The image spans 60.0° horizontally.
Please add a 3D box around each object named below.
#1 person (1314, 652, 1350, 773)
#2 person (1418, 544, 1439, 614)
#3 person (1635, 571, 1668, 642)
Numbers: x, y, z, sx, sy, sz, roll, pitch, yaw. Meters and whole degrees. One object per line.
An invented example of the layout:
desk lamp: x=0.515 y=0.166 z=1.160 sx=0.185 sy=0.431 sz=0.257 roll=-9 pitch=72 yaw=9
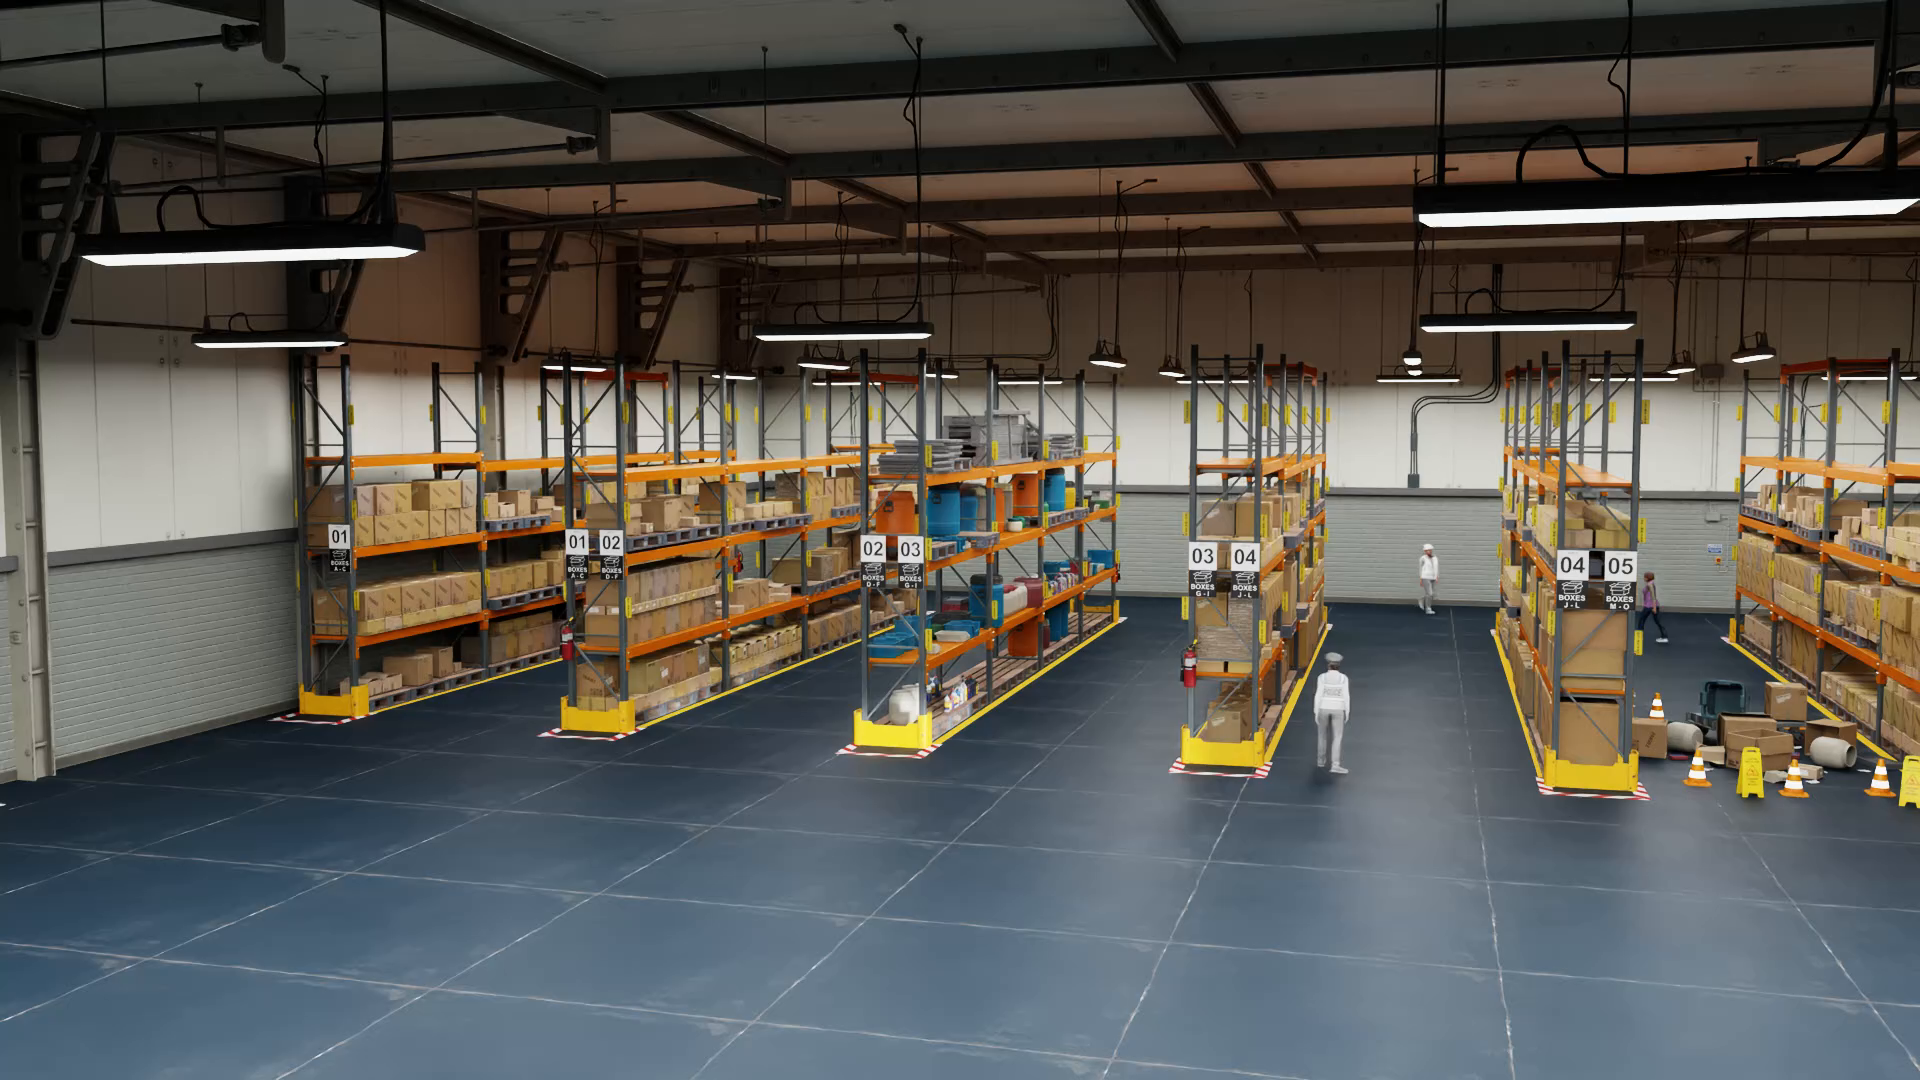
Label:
person: x=5.240 y=2.414 z=23.388 sx=0.495 sy=1.667 sz=0.778 roll=1 pitch=5 yaw=19
person: x=11.784 y=0.968 z=41.883 sx=0.524 sy=1.759 sz=0.670 roll=-3 pitch=5 yaw=-33
person: x=15.218 y=1.457 z=36.714 sx=0.402 sy=1.533 sz=0.940 roll=-3 pitch=5 yaw=-39
